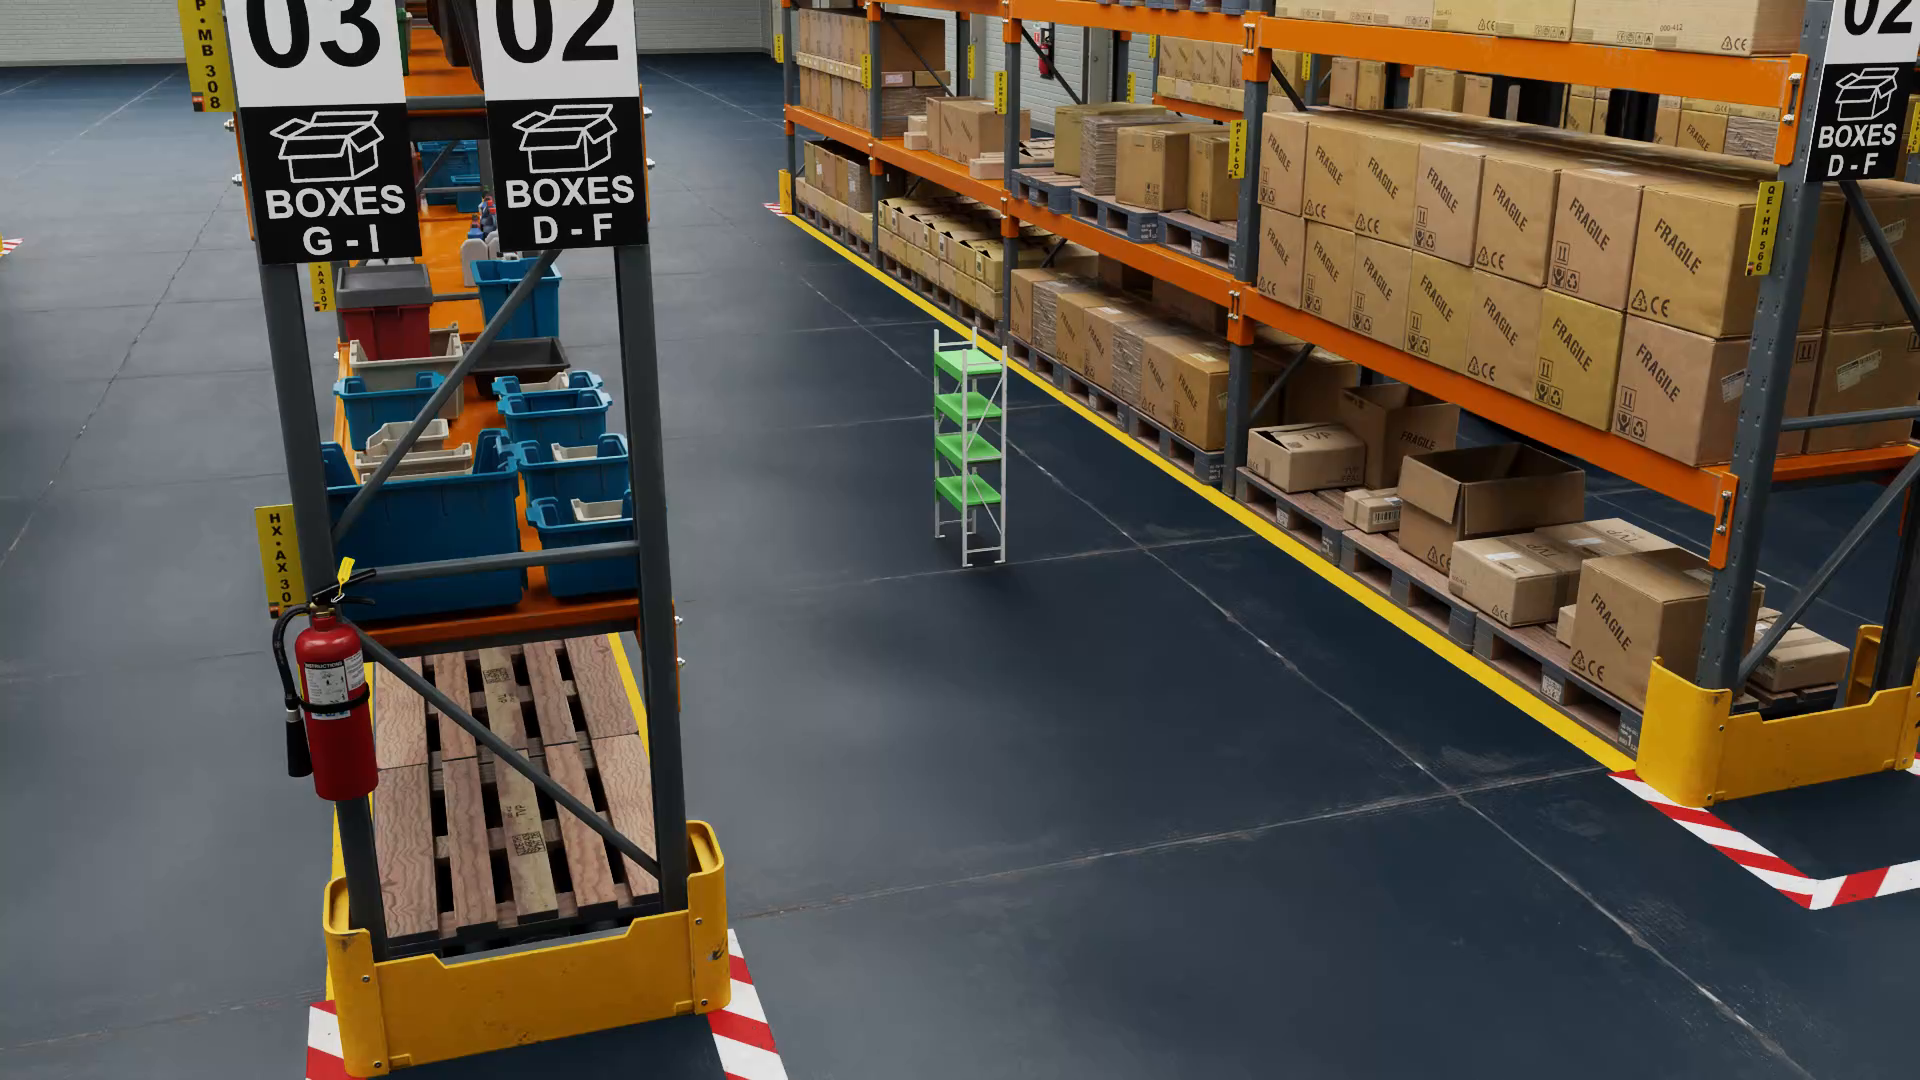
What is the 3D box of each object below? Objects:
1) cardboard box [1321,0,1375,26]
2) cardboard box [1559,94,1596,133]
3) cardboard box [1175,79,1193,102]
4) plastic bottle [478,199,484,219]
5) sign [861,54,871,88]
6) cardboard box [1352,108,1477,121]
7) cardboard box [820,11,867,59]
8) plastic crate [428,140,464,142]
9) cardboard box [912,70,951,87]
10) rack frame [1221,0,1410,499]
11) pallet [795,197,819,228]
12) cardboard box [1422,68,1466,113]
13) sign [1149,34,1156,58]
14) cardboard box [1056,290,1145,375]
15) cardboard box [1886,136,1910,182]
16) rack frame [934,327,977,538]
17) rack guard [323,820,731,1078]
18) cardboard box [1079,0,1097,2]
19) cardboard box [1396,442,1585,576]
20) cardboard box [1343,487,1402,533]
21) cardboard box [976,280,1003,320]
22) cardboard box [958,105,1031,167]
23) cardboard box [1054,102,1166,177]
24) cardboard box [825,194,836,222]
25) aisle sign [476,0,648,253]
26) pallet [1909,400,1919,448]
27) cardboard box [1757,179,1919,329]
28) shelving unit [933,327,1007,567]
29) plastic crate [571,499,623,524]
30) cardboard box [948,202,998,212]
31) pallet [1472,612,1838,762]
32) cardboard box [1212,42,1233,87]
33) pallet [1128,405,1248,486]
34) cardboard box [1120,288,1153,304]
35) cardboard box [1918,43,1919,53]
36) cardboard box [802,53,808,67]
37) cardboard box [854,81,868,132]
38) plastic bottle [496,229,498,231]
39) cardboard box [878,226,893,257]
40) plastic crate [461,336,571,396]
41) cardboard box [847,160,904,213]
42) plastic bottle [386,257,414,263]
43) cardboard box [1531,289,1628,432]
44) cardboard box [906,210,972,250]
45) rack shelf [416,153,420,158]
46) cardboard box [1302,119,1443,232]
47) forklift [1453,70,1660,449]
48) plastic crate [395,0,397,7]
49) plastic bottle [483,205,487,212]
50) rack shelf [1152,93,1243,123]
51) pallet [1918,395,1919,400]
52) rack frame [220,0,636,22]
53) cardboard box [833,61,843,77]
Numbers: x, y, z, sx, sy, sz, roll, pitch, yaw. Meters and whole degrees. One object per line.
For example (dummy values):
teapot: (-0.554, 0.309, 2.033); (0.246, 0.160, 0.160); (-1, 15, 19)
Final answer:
cardboard box: (2.173, -2.732, 8.371); (0.500, 0.250, 0.500); (-6, 21, -17)
cardboard box: (5.456, -3.559, 14.270); (0.500, 0.500, 0.500); (-6, 21, -16)
cardboard box: (3.060, -5.696, 21.030); (0.500, 0.250, 0.500); (-7, 21, -19)
plastic bottle: (-3.308, -2.276, 11.610); (0.097, 0.201, 0.097); (0, 20, 0)
sign: (-0.939, -4.687, 16.630); (0.100, 0.325, 0.005); (-6, 21, -17)
cardboard box: (2.507, -2.117, 9.247); (0.500, 0.500, 0.500); (-6, 21, -17)
cardboard box: (-1.189, -5.745, 18.907); (0.700, 0.500, 0.500); (-6, 21, -17)
plastic crate: (-4.076, -3.074, 13.443); (0.402, 0.464, 0.583); (-6, 21, -17)
cardboard box: (-0.313, -4.761, 17.127); (0.380, 0.149, 0.250); (-6, 21, -17)
rack frame: (2.102, -1.735, 9.808); (1.000, 3.000, 0.127); (-6, 21, -17)
pallet: (-1.390, -4.032, 20.330); (1.003, 0.211, 1.213); (-6, 21, -17)
cardboard box: (4.976, -4.347, 16.283); (0.700, 0.500, 0.500); (-6, 21, -17)
sign: (2.517, -6.463, 21.691); (0.100, 0.325, 0.005); (-6, 21, -17)
cardboard box: (1.039, -1.543, 12.323); (0.500, 0.500, 0.500); (-7, 21, -18)
cardboard box: (6.419, -2.580, 11.544); (0.500, 0.500, 0.500); (-7, 21, -18)
rack frame: (-0.025, -0.590, 9.284); (0.240, 1.200, 0.015); (-6, 21, -17)
rack guard: (-1.325, 1.257, 5.177); (1.175, 0.500, 0.348); (-6, 21, -17)
cardboard box: (1.337, -4.010, 11.558); (0.910, 0.500, 0.500); (-6, 21, -17)
cardboard box: (2.697, -0.164, 8.479); (0.797, 0.503, 0.637); (-6, 21, -17)
cardboard box: (2.310, -0.174, 9.004); (0.380, 0.166, 0.250); (-6, 21, -17)
cardboard box: (0.448, -2.065, 14.174); (0.500, 0.250, 0.500); (-6, 21, -16)
cardboard box: (0.302, -3.602, 14.859); (0.500, 0.500, 0.500); (-8, 21, -20)
cardboard box: (1.150, -3.073, 12.765); (0.700, 0.500, 0.500); (-15, 24, -35)
cardboard box: (-1.243, -3.812, 19.038); (0.500, 0.250, 0.500); (-6, 21, -17)
aisle sign: (-1.040, -1.158, 4.357); (0.394, 0.787, 0.004); (-6, 21, -17)
pallet: (6.968, -0.697, 11.046); (1.003, 0.211, 1.213); (-6, 21, -17)
cardboard box: (3.470, -1.139, 6.523); (0.500, 0.500, 0.500); (-6, 21, -16)
shelving unit: (0.052, -0.512, 9.066); (0.258, 1.200, 0.503); (-6, 21, -17)
plastic crate: (-1.132, -0.056, 5.436); (0.250, 0.136, 0.298); (-6, 21, -17)
cardboard box: (0.156, -3.203, 16.515); (0.500, 0.311, 0.500); (-6, 21, -16)
pallet: (3.084, 0.581, 7.486); (1.003, 0.211, 1.213); (-6, 21, -17)
cardboard box: (3.372, -5.729, 20.012); (0.500, 0.500, 0.500); (-6, 21, -16)
pallet: (1.810, -0.679, 10.995); (1.003, 0.211, 1.213); (-6, 21, -17)
cardboard box: (1.524, -1.607, 12.501); (0.500, 0.500, 0.500); (-7, 21, -19)
cardboard box: (3.439, -1.984, 6.287); (0.500, 0.250, 0.500); (-6, 21, -17)
cardboard box: (-1.665, -5.704, 19.753); (0.380, 0.149, 0.250); (-7, 21, -19)
cardboard box: (-0.730, -4.659, 17.803); (0.700, 0.500, 0.500); (-7, 21, -18)
plastic bottle: (-2.790, -1.781, 10.127); (0.097, 0.271, 0.097); (0, 20, 0)
cardboard box: (-0.521, -3.050, 16.916); (0.500, 0.250, 0.500); (-7, 21, -19)
plastic crate: (-1.995, -0.778, 7.462); (0.437, 0.125, 0.590); (-6, 21, -17)
cardboard box: (-0.912, -3.846, 18.023); (0.500, 0.500, 0.500); (-6, 21, -17)
plastic bottle: (-3.122, -1.521, 9.287); (0.144, 0.351, 0.185); (-6, 21, -17)
cardboard box: (2.794, -0.779, 7.000); (0.500, 0.500, 0.500); (-6, 21, -17)
cardboard box: (-0.203, -2.983, 15.901); (0.500, 0.311, 0.500); (-7, 21, -19)
rack shelf: (-5.745, -4.080, 17.402); (1.077, 0.370, 4.000); (-6, 21, -17)
cardboard box: (2.145, -1.906, 8.657); (0.500, 0.500, 0.500); (-7, 21, -19)
forklift: (4.067, -2.429, 11.843); (1.130, 2.935, 3.031); (-5, 20, -14)
plastic crate: (-2.471, -2.132, 6.670); (0.497, 0.269, 0.590); (-6, 21, -17)
plastic bottle: (-3.113, -2.110, 11.044); (0.097, 0.271, 0.097); (0, 20, 0)
rack shelf: (3.660, -5.133, 20.333); (1.077, 0.370, 4.000); (-6, 21, -17)
pallet: (6.489, -1.189, 12.415); (1.003, 0.211, 1.213); (-6, 21, -17)
rack frame: (-1.344, -2.749, 3.758); (1.000, 3.000, 0.127); (-6, 21, -17)
cardboard box: (-1.185, -5.211, 18.380); (0.380, 0.149, 0.250); (-6, 21, -15)
